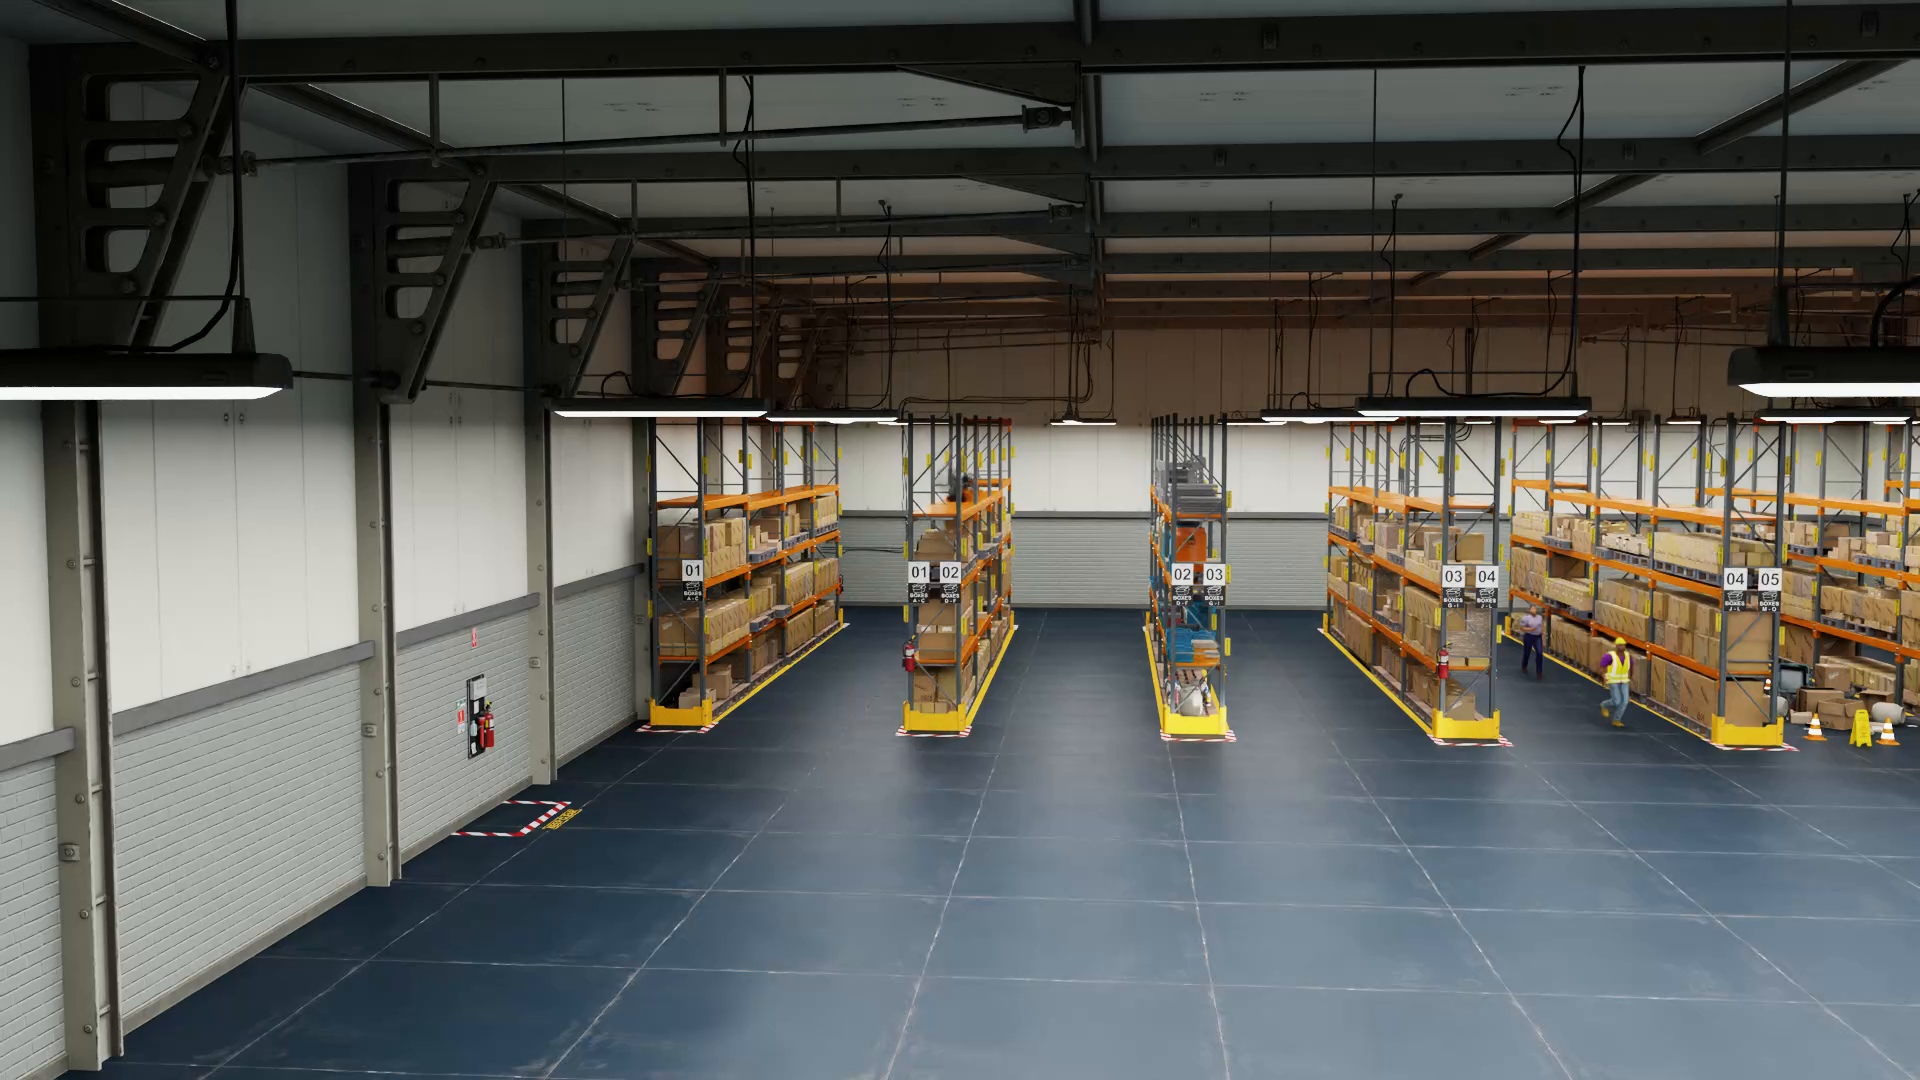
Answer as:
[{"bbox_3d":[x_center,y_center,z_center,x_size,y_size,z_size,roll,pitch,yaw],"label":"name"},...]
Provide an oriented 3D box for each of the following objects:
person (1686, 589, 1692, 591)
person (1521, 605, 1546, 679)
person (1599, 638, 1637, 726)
[{"bbox_3d":[20.848,1.735,46.889,0.692,1.761,0.678,1,4,18],"label":"person"},{"bbox_3d":[13.154,2.324,38.170,0.582,1.632,0.930,0,4,1],"label":"person"},{"bbox_3d":[12.644,2.723,31.912,0.692,1.711,0.623,0,4,-7],"label":"person"}]
